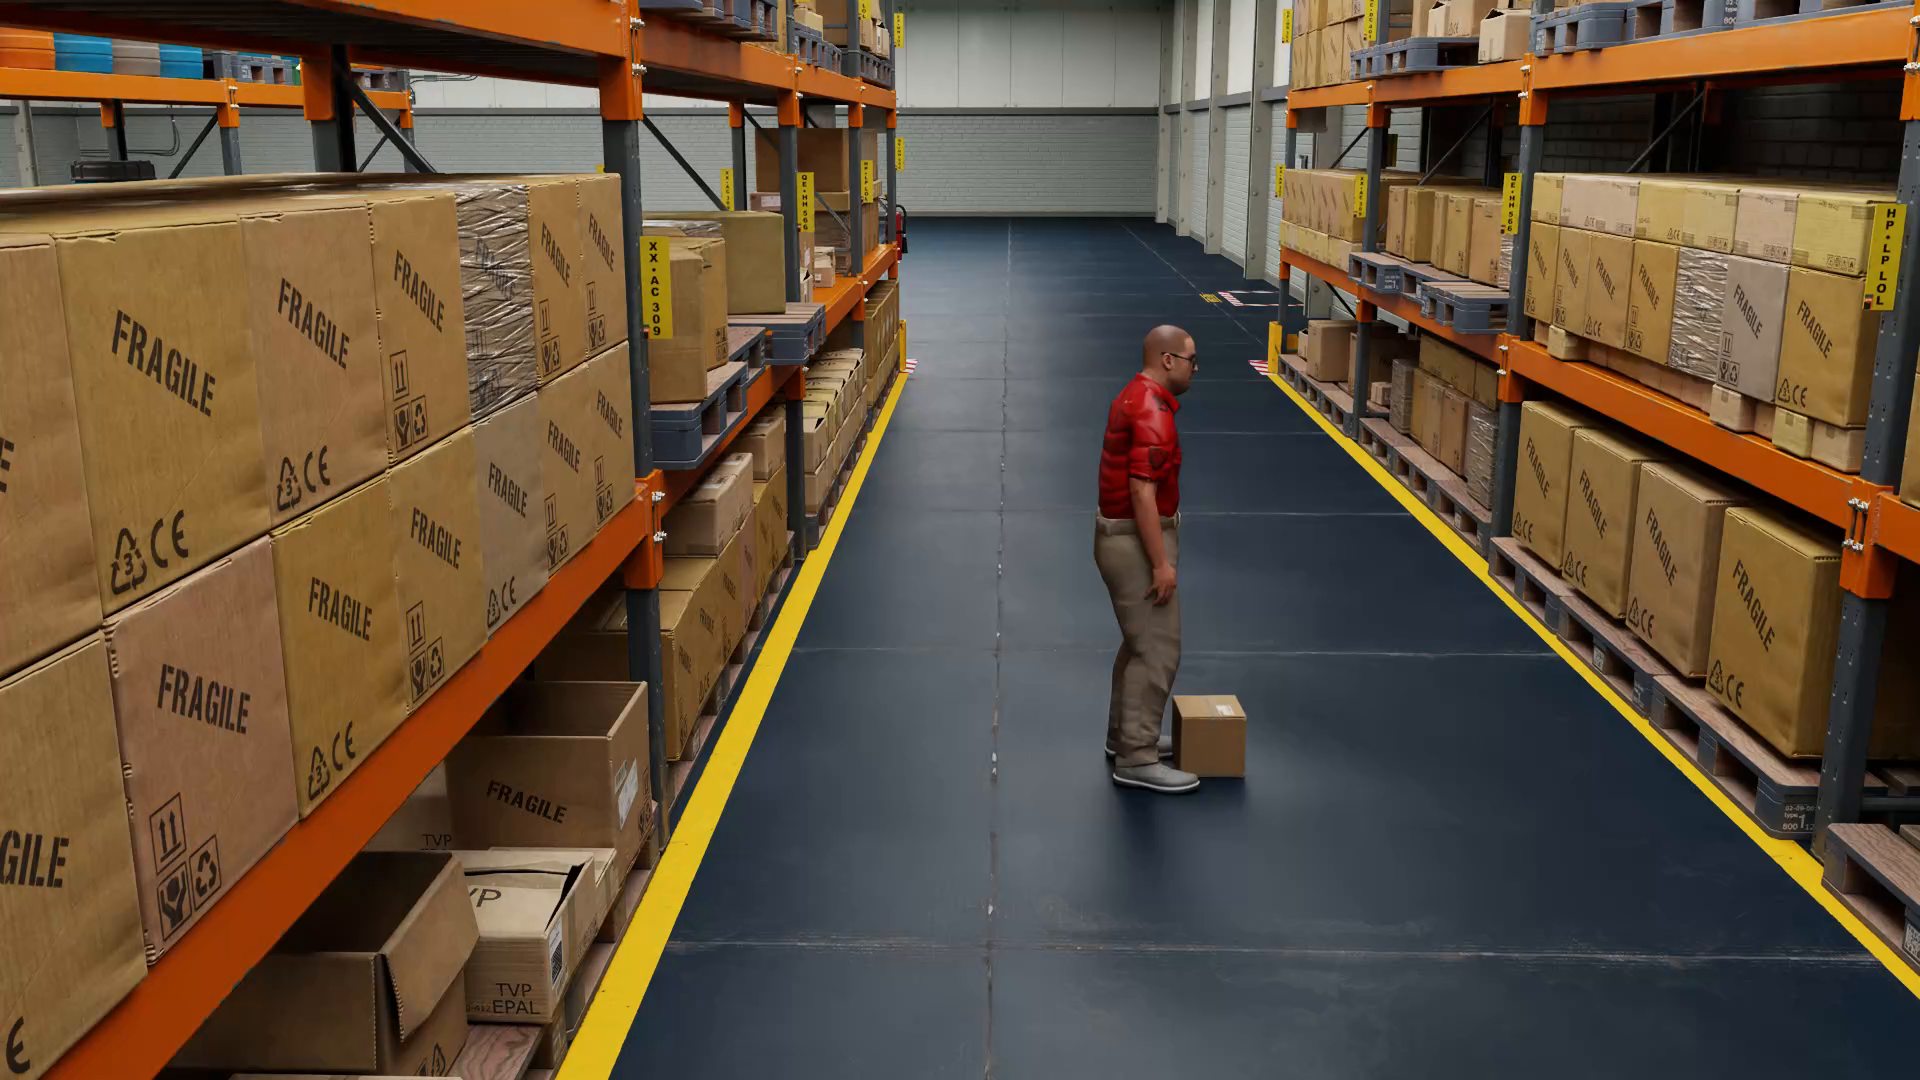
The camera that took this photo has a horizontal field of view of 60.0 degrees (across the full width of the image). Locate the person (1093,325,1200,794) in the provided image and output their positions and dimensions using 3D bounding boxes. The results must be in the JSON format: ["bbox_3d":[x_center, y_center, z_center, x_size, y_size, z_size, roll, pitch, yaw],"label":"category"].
[{"bbox_3d":[0.712,0.050,6.325,0.393,1.725,0.594,0,14,-1],"label":"person"}]
